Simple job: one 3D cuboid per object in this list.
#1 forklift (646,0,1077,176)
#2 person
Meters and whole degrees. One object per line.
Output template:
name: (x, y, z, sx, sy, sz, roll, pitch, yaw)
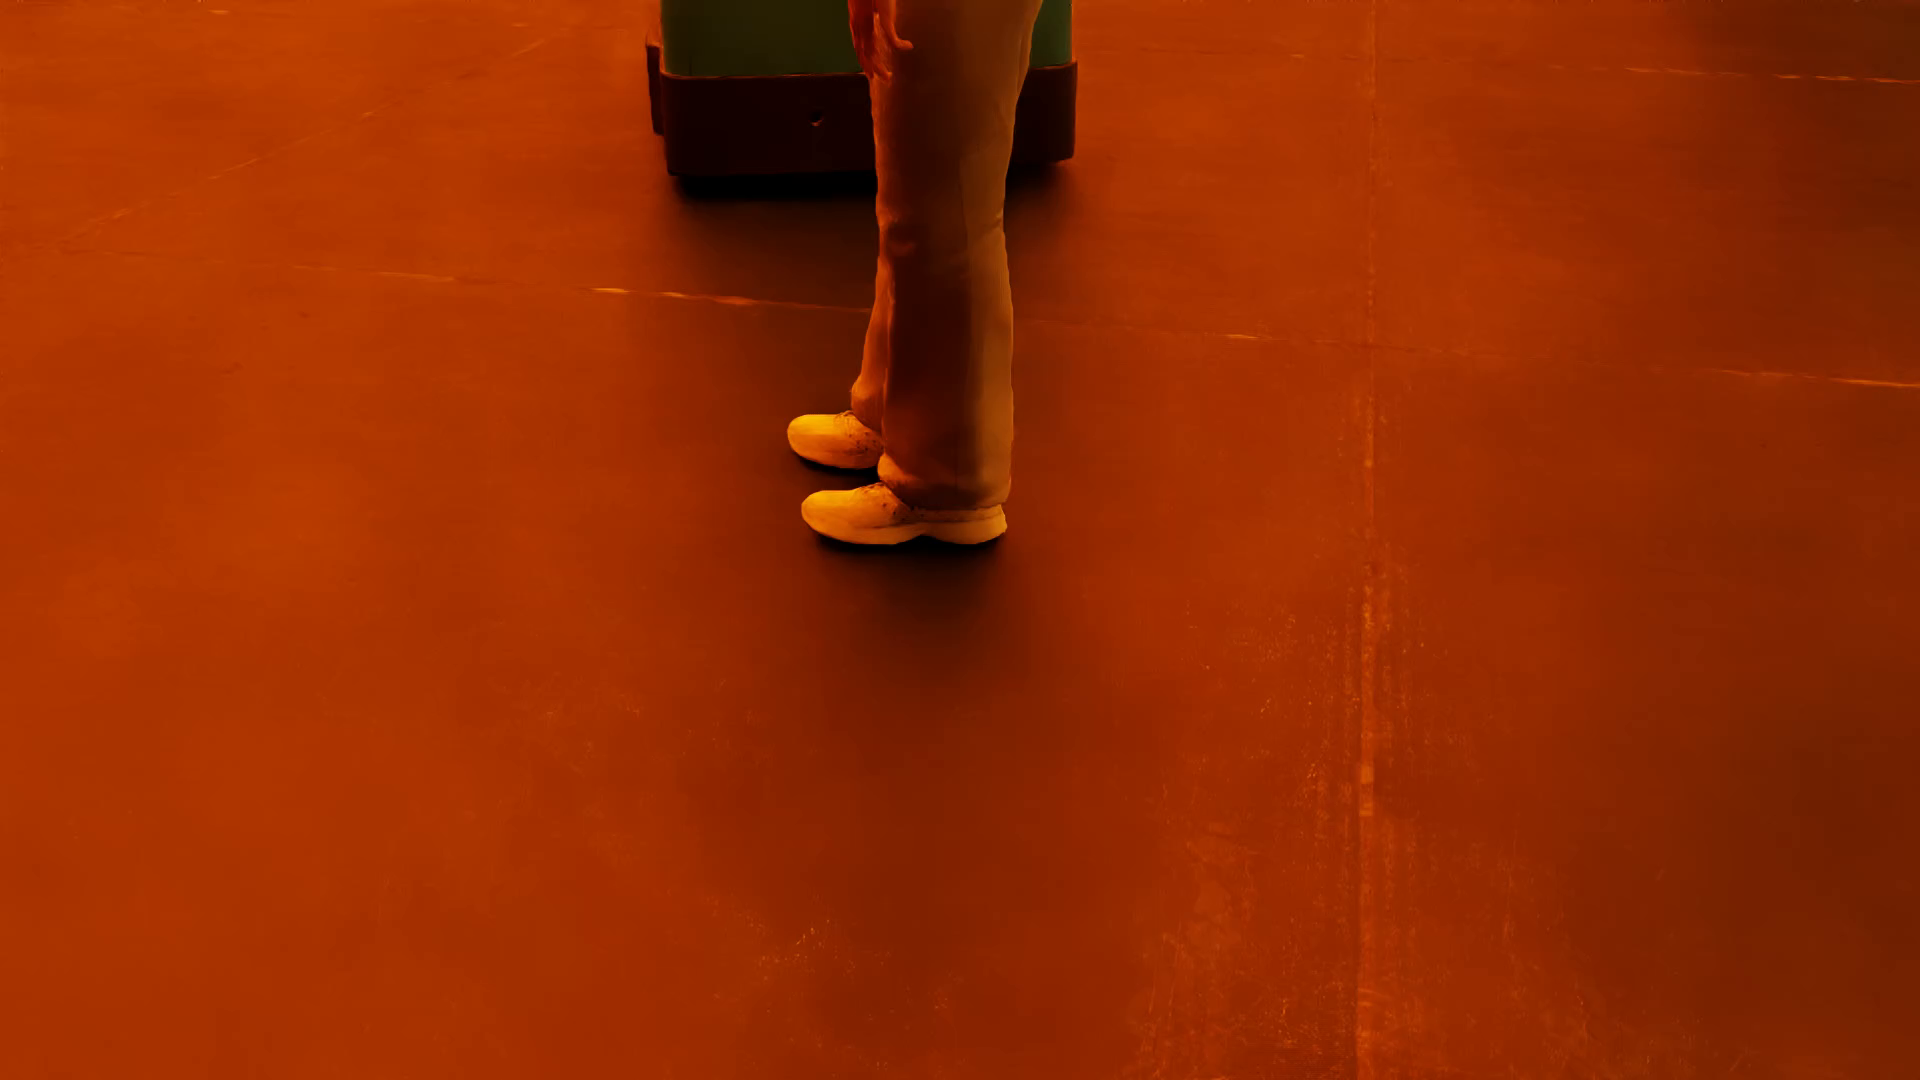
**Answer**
forklift: (-0.436, -2.851, 4.898, 1.130, 2.935, 3.031, -4, 27, -8)
person: (-0.069, -0.768, 2.145, 0.548, 1.674, 0.550, 6, 27, 11)
